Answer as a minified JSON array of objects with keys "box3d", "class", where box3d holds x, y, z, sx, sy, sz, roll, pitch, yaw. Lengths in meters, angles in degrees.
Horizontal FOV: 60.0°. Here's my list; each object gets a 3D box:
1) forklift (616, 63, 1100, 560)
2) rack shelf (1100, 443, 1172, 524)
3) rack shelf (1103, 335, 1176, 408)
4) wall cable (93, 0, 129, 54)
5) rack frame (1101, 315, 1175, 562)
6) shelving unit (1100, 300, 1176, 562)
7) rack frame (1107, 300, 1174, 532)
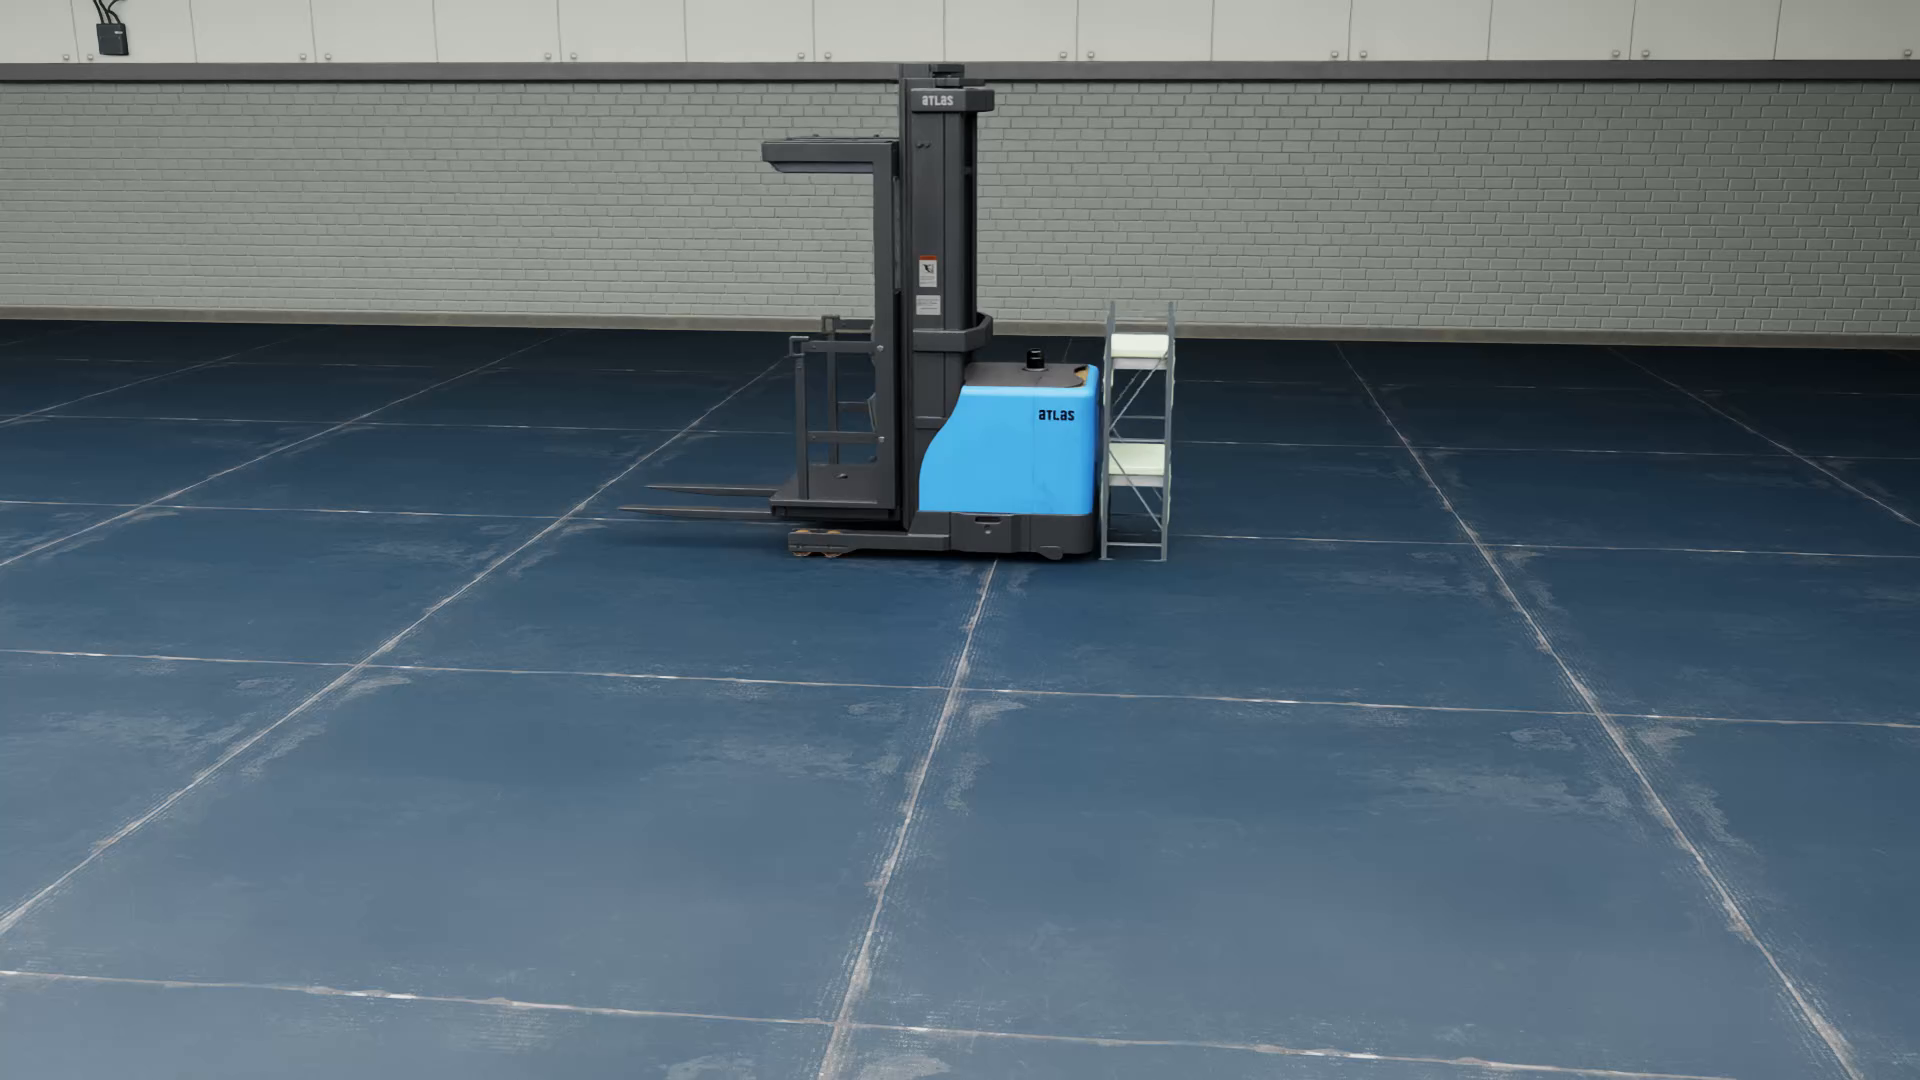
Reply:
[{"box3d":[-0.640,-1.440,10.374,3.031,2.935,1.130,2,15,6],"class":"forklift"},{"box3d":[1.107,-0.377,10.433,0.431,0.370,0.720,2,15,6],"class":"rack shelf"},{"box3d":[1.107,-1.069,10.246,0.431,0.370,0.720,2,15,6],"class":"rack shelf"},{"box3d":[-9.123,-8.673,18.980,2.305,6.003,0.169,2,15,6],"class":"wall cable"},{"box3d":[1.065,-0.597,9.997,0.400,1.500,0.023,2,15,6],"class":"rack frame"},{"box3d":[1.107,-0.692,10.348,0.431,1.500,0.755,2,15,6],"class":"shelving unit"},{"box3d":[1.149,-0.787,10.699,0.400,1.500,0.023,2,15,6],"class":"rack frame"}]
